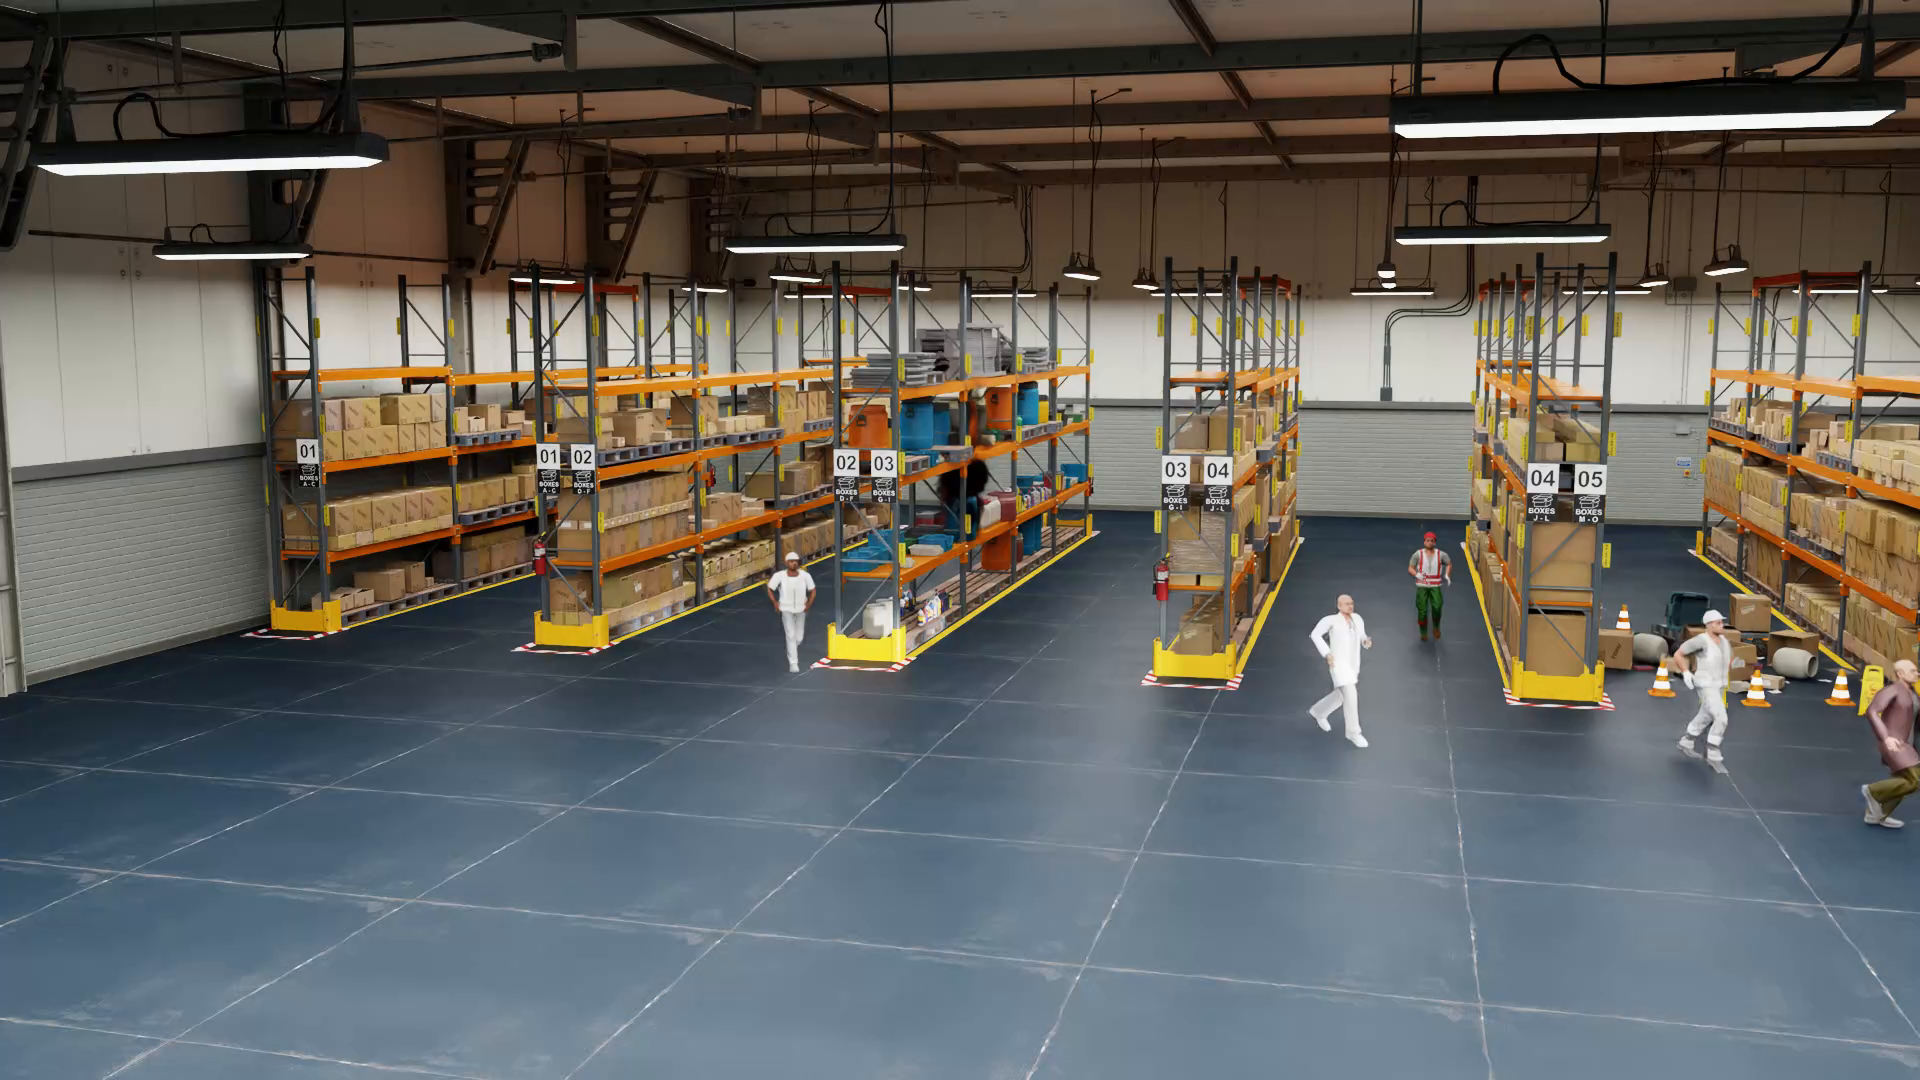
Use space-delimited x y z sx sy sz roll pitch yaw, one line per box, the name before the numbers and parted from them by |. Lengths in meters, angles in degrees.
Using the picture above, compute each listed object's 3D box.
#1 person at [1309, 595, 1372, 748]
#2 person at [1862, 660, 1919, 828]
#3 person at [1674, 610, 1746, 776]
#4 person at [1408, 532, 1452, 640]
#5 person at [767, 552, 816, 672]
person | 4.679 1.550 20.308 0.686 1.804 0.976 -5 9 -34
person | 9.430 2.048 16.644 0.650 1.717 0.627 -6 9 -38
person | 8.544 1.714 18.964 0.646 1.846 0.793 -5 9 -33
person | 7.514 0.757 26.617 0.683 1.750 0.615 2 7 15
person | -2.473 1.033 24.544 0.718 1.735 0.788 -2 8 -18
